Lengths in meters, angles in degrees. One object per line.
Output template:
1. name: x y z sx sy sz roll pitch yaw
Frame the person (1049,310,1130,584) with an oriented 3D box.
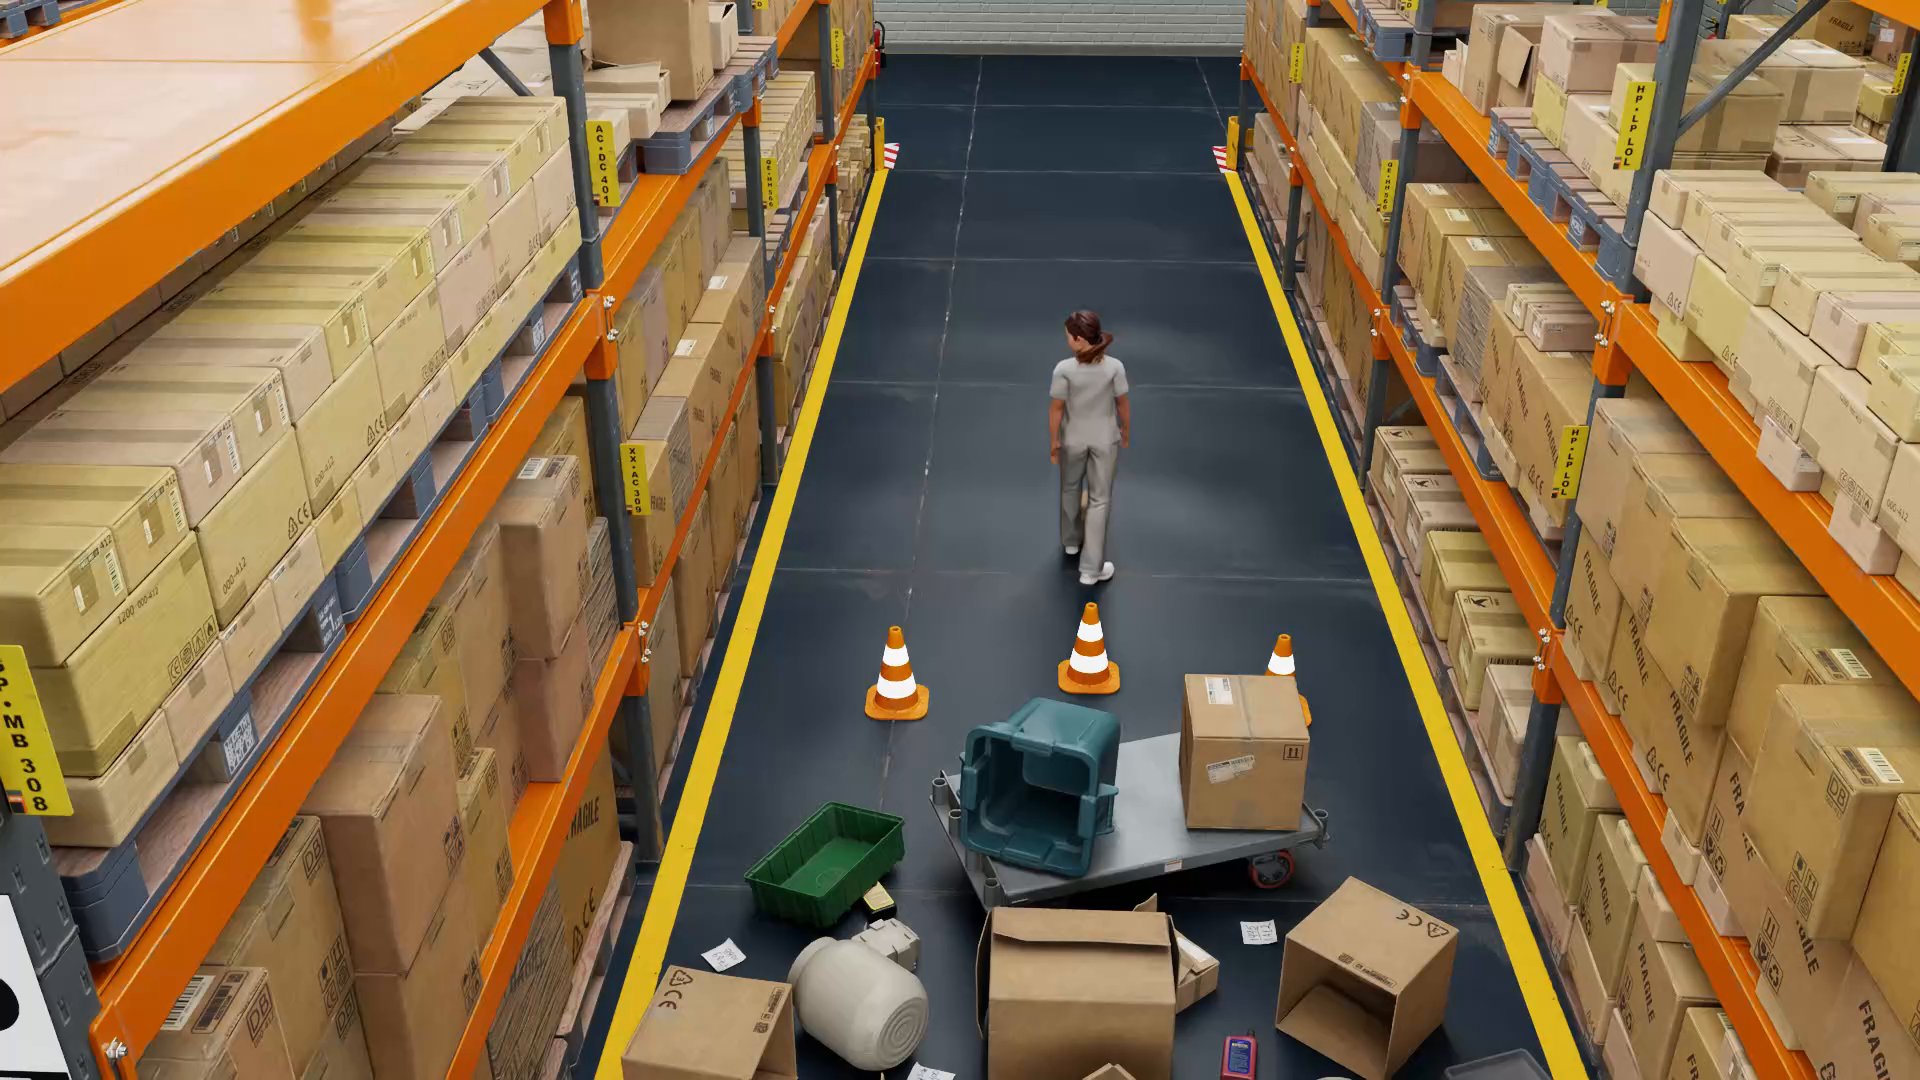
1. person: 0.773 -0.599 9.943 0.474 1.661 0.762 4 28 7
